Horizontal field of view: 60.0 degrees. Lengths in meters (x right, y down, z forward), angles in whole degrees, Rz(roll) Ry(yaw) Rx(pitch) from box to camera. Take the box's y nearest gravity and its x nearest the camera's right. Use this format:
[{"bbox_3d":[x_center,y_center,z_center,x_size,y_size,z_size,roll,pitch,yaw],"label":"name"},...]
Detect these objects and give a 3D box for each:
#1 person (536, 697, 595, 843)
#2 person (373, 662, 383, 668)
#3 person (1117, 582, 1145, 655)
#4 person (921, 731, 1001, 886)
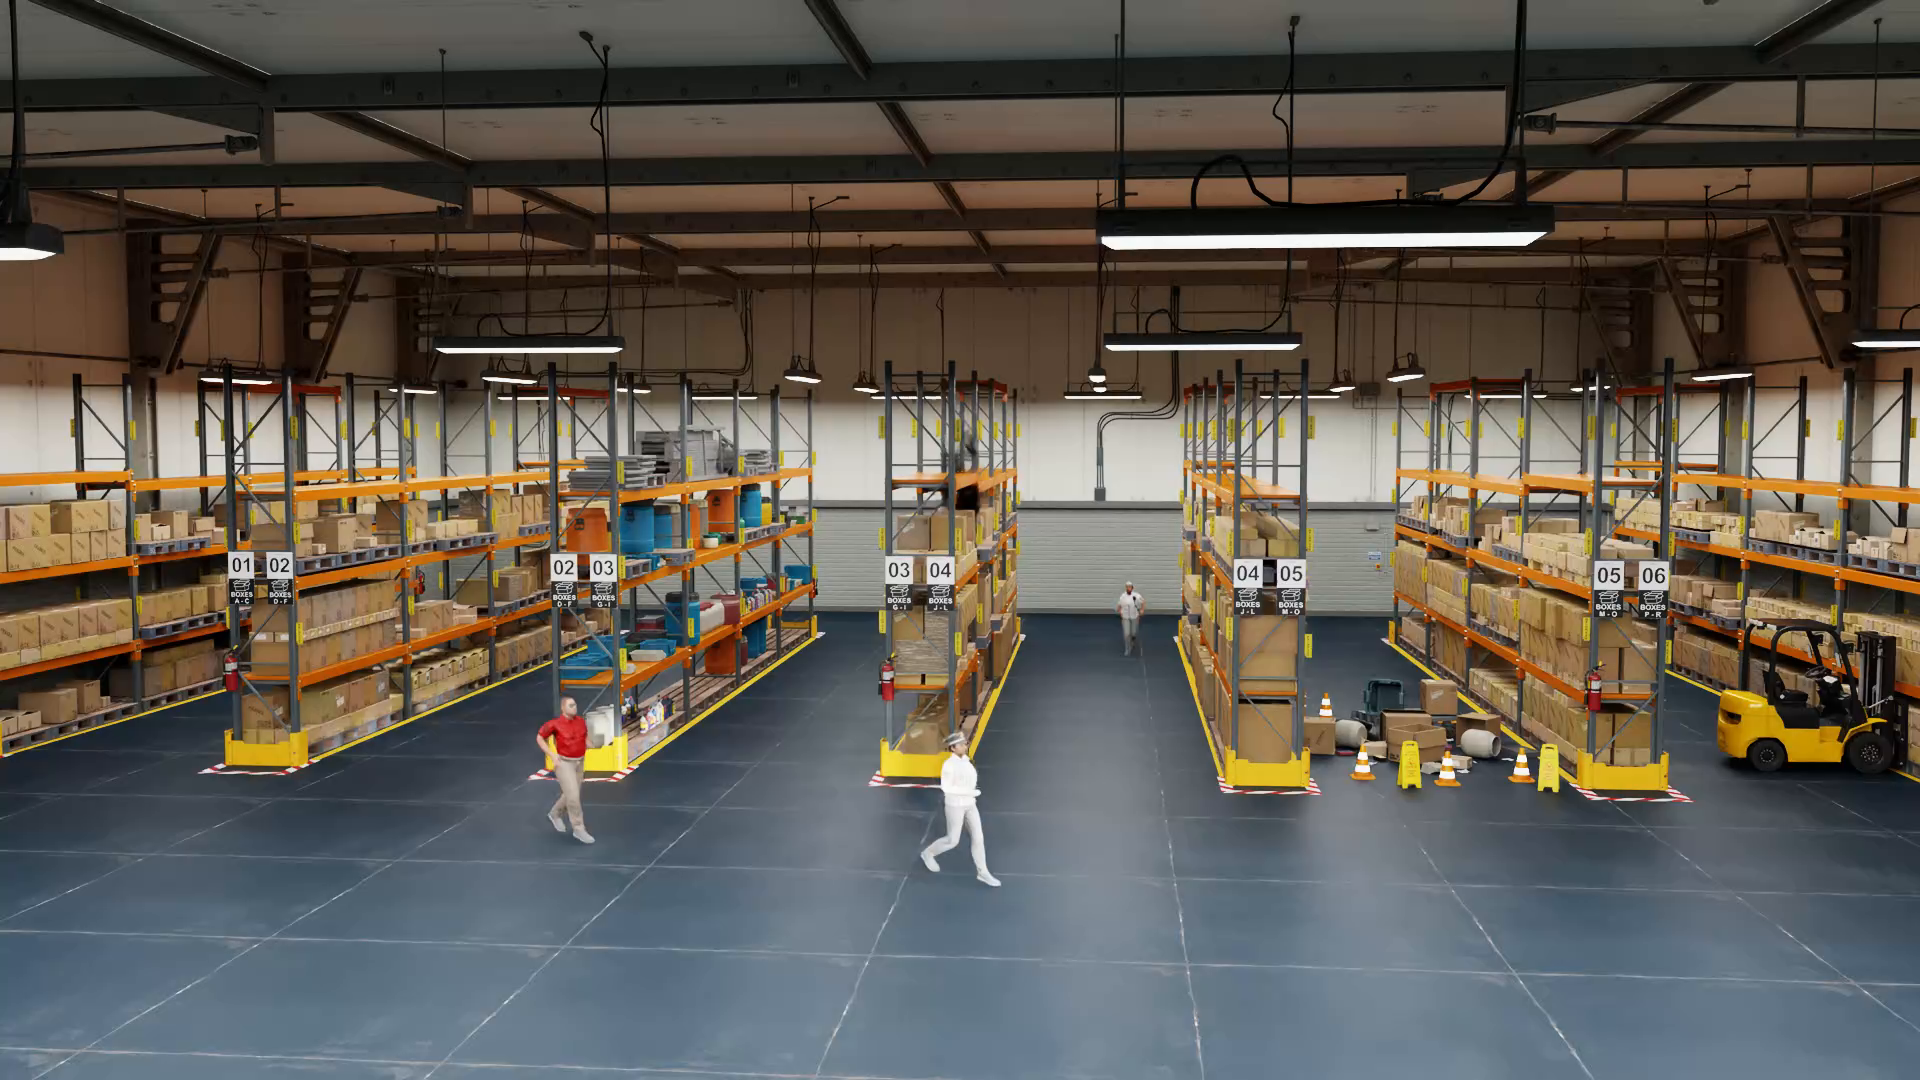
[{"bbox_3d":[-4.781,2.784,20.363,0.893,1.734,0.655,2,4,31],"label":"person"},{"bbox_3d":[-11.561,2.015,33.043,0.546,1.624,0.554,0,4,1],"label":"person"},{"bbox_3d":[3.827,1.760,37.231,0.628,1.632,0.638,1,4,14],"label":"person"},{"bbox_3d":[0.015,2.940,18.390,0.984,1.678,0.625,3,5,36],"label":"person"}]
